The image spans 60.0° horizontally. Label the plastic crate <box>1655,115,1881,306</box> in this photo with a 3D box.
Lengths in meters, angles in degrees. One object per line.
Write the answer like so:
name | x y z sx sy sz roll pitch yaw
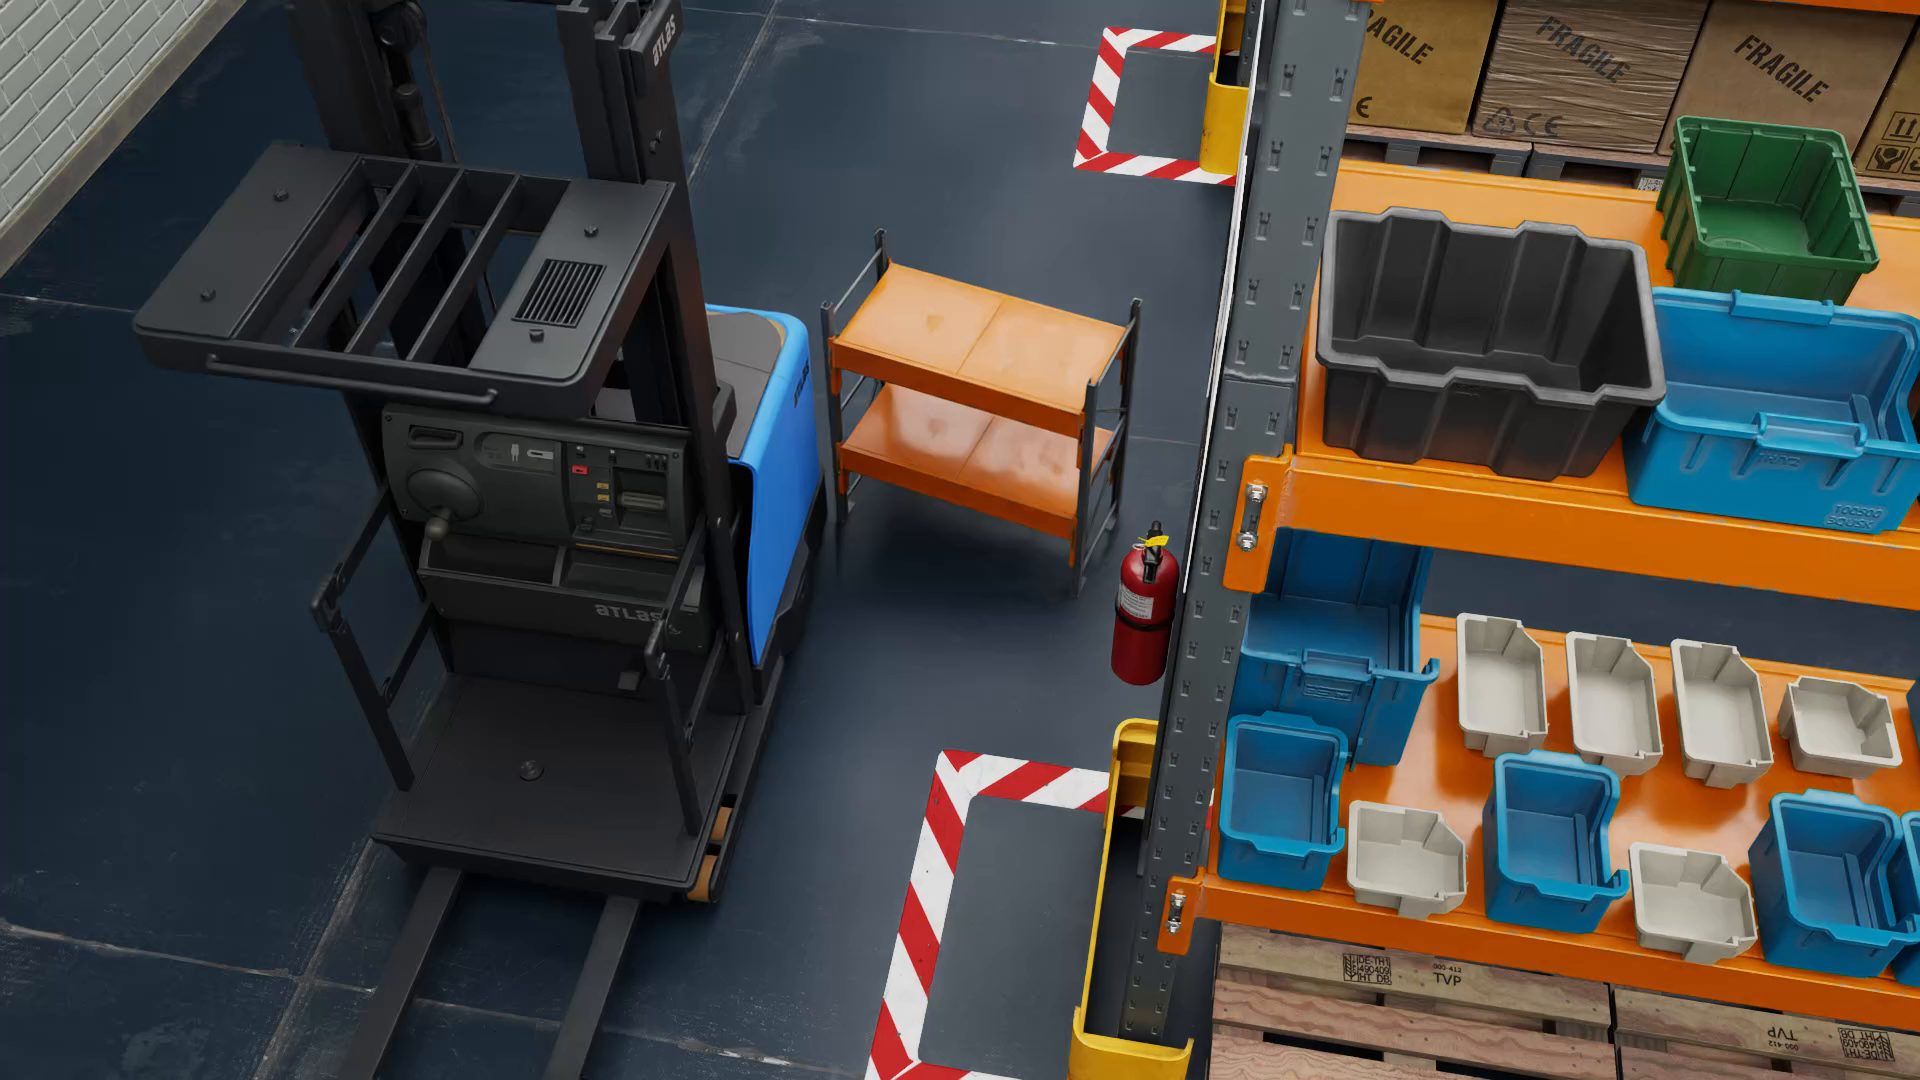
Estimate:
plastic crate | 1.637 -0.650 3.415 0.336 0.188 0.450 8 49 7

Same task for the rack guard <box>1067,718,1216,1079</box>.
rack guard | 0.590 1.203 5.305 0.348 0.500 1.175 8 49 7

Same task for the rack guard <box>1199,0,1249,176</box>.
rack guard | 1.473 -2.432 8.571 0.348 0.500 1.175 8 49 7

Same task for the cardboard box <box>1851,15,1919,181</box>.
cardboard box | 4.798 -2.312 7.929 0.875 0.875 0.875 8 49 7

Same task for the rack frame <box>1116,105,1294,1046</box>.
rack frame | 0.616 0.361 4.381 0.127 3.000 1.000 8 49 7

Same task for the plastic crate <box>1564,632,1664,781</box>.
plastic crate | 1.733 0.453 4.435 0.243 0.136 0.396 8 49 7

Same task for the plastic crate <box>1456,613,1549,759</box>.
plastic crate | 1.450 0.404 4.479 0.243 0.136 0.396 8 49 7

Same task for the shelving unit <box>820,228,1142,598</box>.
shelving unit | 0.078 -0.473 6.391 1.048 1.125 0.538 18 50 15

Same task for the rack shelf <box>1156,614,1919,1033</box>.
rack shelf | 2.584 0.866 4.411 4.000 0.370 1.077 8 49 7

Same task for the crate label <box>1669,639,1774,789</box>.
crate label | 2.011 0.472 4.418 0.243 0.136 0.396 8 49 7

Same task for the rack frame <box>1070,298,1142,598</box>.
rack frame | 0.545 -0.323 6.256 0.032 1.125 0.500 18 50 15

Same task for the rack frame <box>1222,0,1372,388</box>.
rack frame | 0.616 -1.644 2.150 0.127 3.000 1.000 8 49 7

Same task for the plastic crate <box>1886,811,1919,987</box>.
plastic crate | 2.391 0.884 3.983 0.300 0.233 0.416 8 49 7

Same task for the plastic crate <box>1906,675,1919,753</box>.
plastic crate | 2.682 0.481 4.346 0.300 0.233 0.416 8 49 7

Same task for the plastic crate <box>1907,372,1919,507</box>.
plastic crate | 2.070 -0.218 2.926 0.767 0.338 0.504 8 49 7

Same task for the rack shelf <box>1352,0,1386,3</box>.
rack shelf | 2.584 -1.006 2.328 4.000 0.370 1.077 8 49 7

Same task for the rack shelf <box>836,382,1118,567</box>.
rack shelf | 0.078 -0.310 6.573 1.000 0.278 0.538 18 50 15

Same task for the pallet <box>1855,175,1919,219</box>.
pallet | 4.698 -1.961 8.342 1.213 0.211 1.003 8 49 7

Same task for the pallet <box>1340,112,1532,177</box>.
pallet | 2.297 -2.284 8.633 1.213 0.211 1.003 8 49 7

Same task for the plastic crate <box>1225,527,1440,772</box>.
plastic crate | 0.978 0.236 4.429 0.499 0.435 0.616 8 49 7

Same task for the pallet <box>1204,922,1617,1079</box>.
pallet | 1.420 1.430 5.295 1.213 0.211 1.003 8 49 7

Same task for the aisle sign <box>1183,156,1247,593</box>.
aisle sign | 0.492 -0.300 3.227 0.004 0.787 0.394 8 49 7

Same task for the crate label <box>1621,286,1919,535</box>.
crate label | 1.466 -0.234 2.999 0.502 0.251 0.408 8 49 7

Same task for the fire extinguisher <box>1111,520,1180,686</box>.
fire extinguisher | 0.548 0.159 4.866 0.183 0.674 0.296 8 49 7

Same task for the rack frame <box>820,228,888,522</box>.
rack frame | -0.388 -0.624 6.526 0.032 1.125 0.500 18 50 15

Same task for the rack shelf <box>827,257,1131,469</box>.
rack shelf | 0.078 -0.669 6.173 1.000 0.278 0.538 18 50 15

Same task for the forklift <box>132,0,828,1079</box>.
forklift | -1.300 -0.060 4.805 1.130 2.935 3.031 8 49 7

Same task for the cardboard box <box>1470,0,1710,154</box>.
cardboard box | 3.036 -2.548 8.141 0.875 0.875 0.875 8 49 7

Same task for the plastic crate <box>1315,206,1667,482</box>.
plastic crate | 0.945 -0.343 3.085 0.590 0.269 0.497 8 49 7

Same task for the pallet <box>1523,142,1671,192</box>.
pallet | 3.494 -2.121 8.486 1.213 0.211 1.003 8 49 7

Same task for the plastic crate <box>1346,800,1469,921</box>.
plastic crate | 1.101 0.806 4.119 0.298 0.136 0.250 8 49 7

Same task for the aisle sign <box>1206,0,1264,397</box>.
aisle sign | 0.597 -0.732 3.615 0.004 0.787 0.394 8 49 7

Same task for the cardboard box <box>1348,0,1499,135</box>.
cardboard box | 2.141 -2.669 8.250 0.875 0.875 0.875 8 49 7

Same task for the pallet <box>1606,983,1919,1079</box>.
pallet | 2.617 1.593 5.148 1.213 0.211 1.003 8 49 7

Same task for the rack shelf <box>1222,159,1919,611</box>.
rack shelf | 2.584 -0.137 3.295 4.000 0.370 1.077 8 49 7

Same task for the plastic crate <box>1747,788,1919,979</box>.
plastic crate | 2.096 0.844 4.019 0.300 0.233 0.416 8 49 7

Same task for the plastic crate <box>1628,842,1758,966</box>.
plastic crate | 1.769 0.895 4.038 0.298 0.136 0.250 8 49 7

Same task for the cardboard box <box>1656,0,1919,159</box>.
cardboard box | 3.912 -2.431 8.036 0.875 0.875 0.875 8 49 7

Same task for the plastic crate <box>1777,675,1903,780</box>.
plastic crate | 2.306 0.498 4.395 0.250 0.136 0.298 8 49 7

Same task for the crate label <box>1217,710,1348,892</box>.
crate label | 0.800 0.670 4.175 0.303 0.233 0.416 8 49 7

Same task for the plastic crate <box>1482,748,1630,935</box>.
plastic crate | 1.448 0.757 4.097 0.300 0.233 0.416 8 49 7

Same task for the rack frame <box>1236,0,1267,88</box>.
rack frame | 1.497 -3.265 7.639 0.127 3.000 1.000 8 49 7
